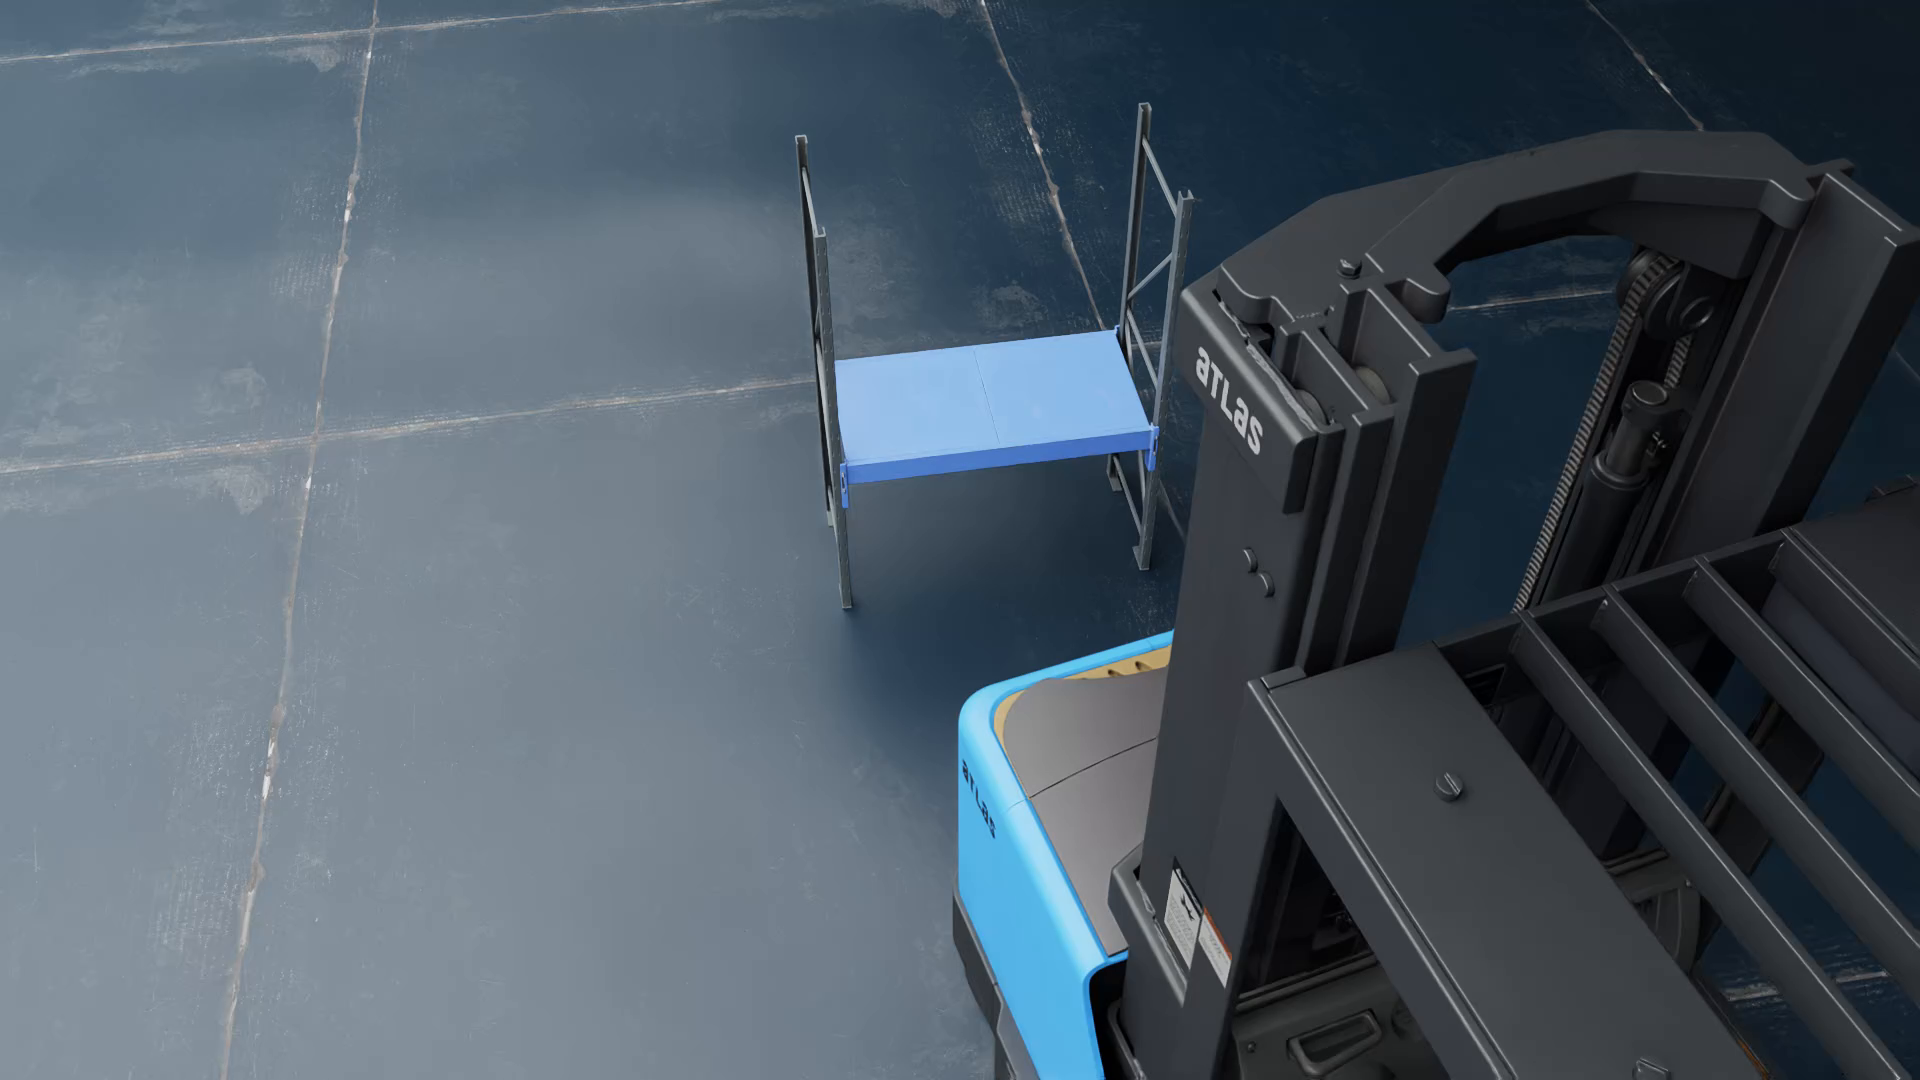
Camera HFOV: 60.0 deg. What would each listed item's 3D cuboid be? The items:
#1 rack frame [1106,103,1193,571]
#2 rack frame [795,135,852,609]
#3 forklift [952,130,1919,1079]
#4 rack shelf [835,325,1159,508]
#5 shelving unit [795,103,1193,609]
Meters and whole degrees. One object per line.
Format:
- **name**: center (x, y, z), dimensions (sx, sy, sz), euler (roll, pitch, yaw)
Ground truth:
- **rack frame**: center (0.585, -0.593, 5.280), dimensions (0.032, 1.500, 0.500), euler (-7, 46, -7)
- **rack frame**: center (-0.417, -0.468, 5.160), dimensions (0.032, 1.500, 0.500), euler (-7, 46, -7)
- **forklift**: center (0.980, 0.959, 2.791), dimensions (1.130, 2.935, 3.031), euler (-15, 48, -14)
- **rack shelf**: center (0.084, -0.406, 5.350), dimensions (1.000, 0.185, 0.538), euler (-7, 46, -7)
- **shelving unit**: center (0.084, -0.531, 5.220), dimensions (1.048, 1.500, 0.538), euler (-7, 46, -7)
